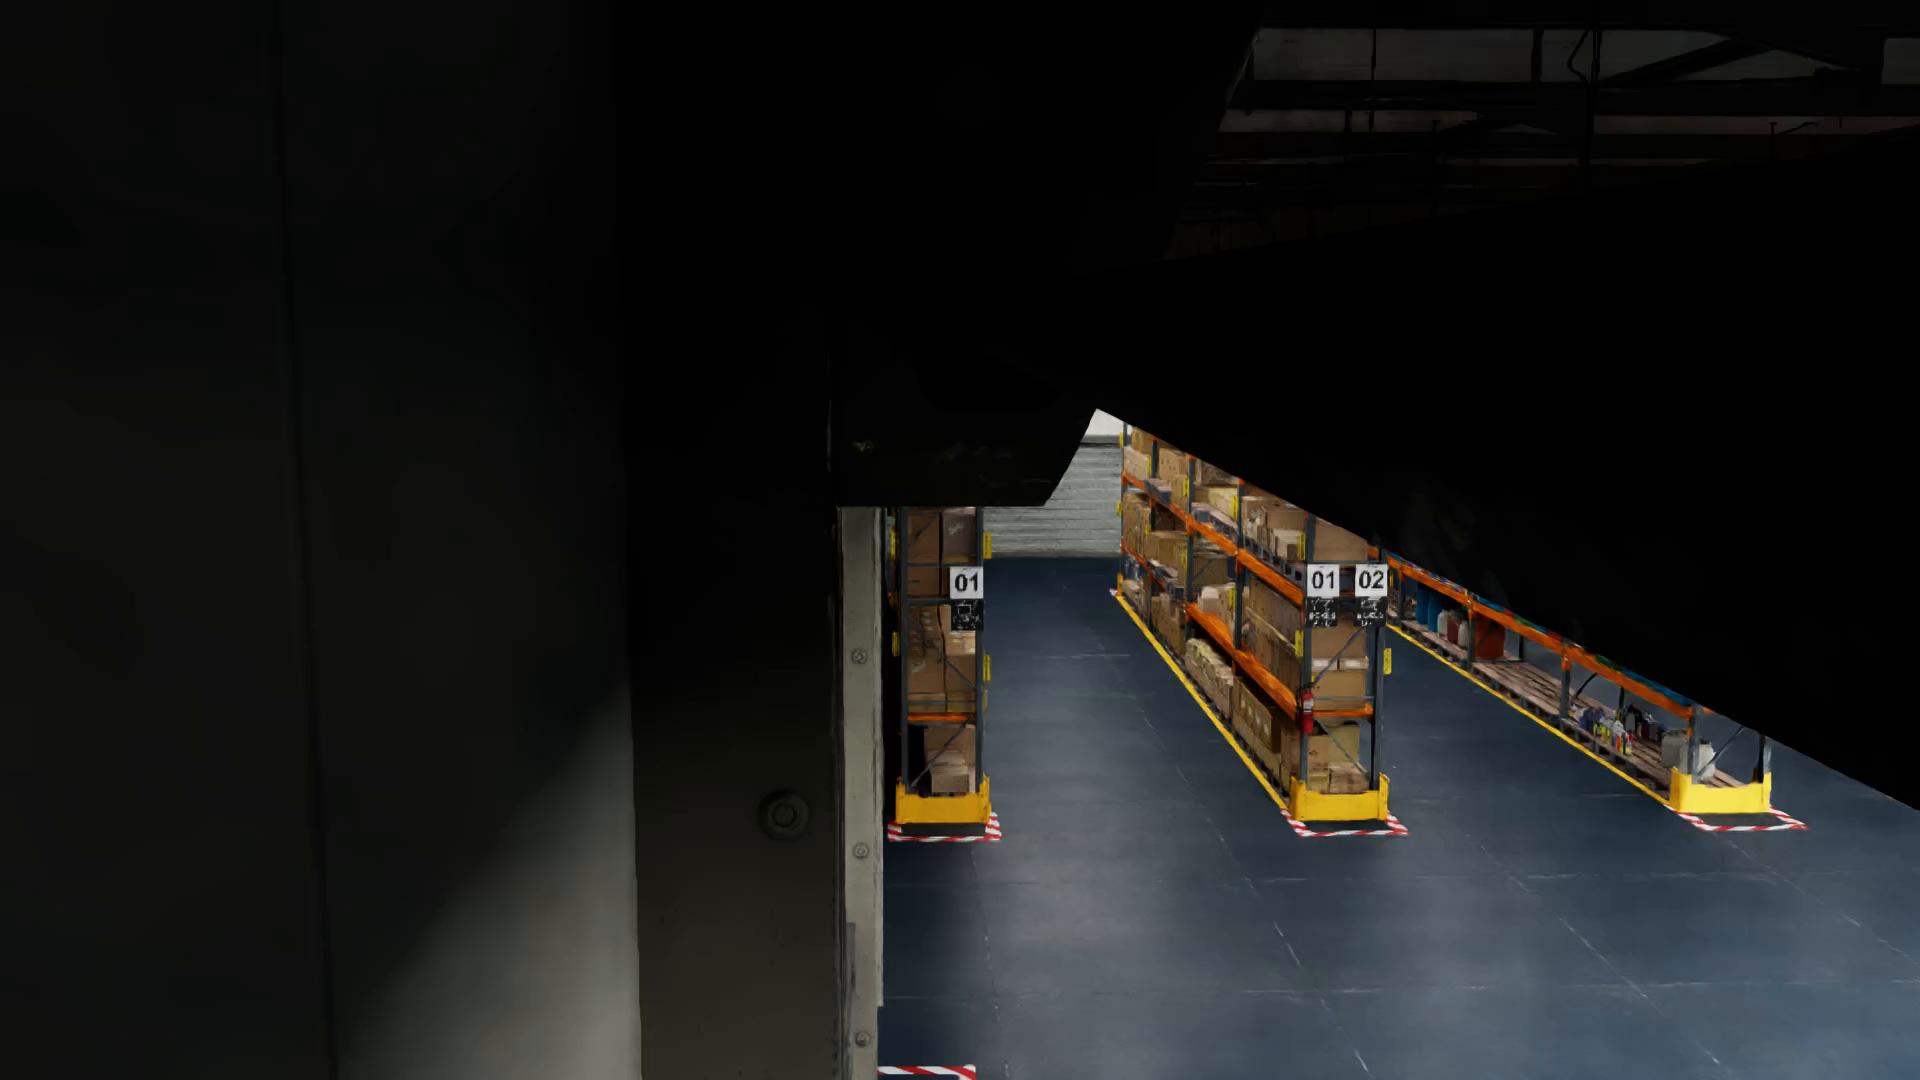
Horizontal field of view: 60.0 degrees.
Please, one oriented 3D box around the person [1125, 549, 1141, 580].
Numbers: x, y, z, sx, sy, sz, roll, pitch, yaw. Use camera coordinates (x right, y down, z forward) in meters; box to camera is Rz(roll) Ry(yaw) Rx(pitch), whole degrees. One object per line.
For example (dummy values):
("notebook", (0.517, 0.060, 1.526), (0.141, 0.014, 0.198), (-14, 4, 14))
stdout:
("person", (4.027, 0.063, 38.405), (0.601, 1.777, 0.569), (-6, 10, -38))
